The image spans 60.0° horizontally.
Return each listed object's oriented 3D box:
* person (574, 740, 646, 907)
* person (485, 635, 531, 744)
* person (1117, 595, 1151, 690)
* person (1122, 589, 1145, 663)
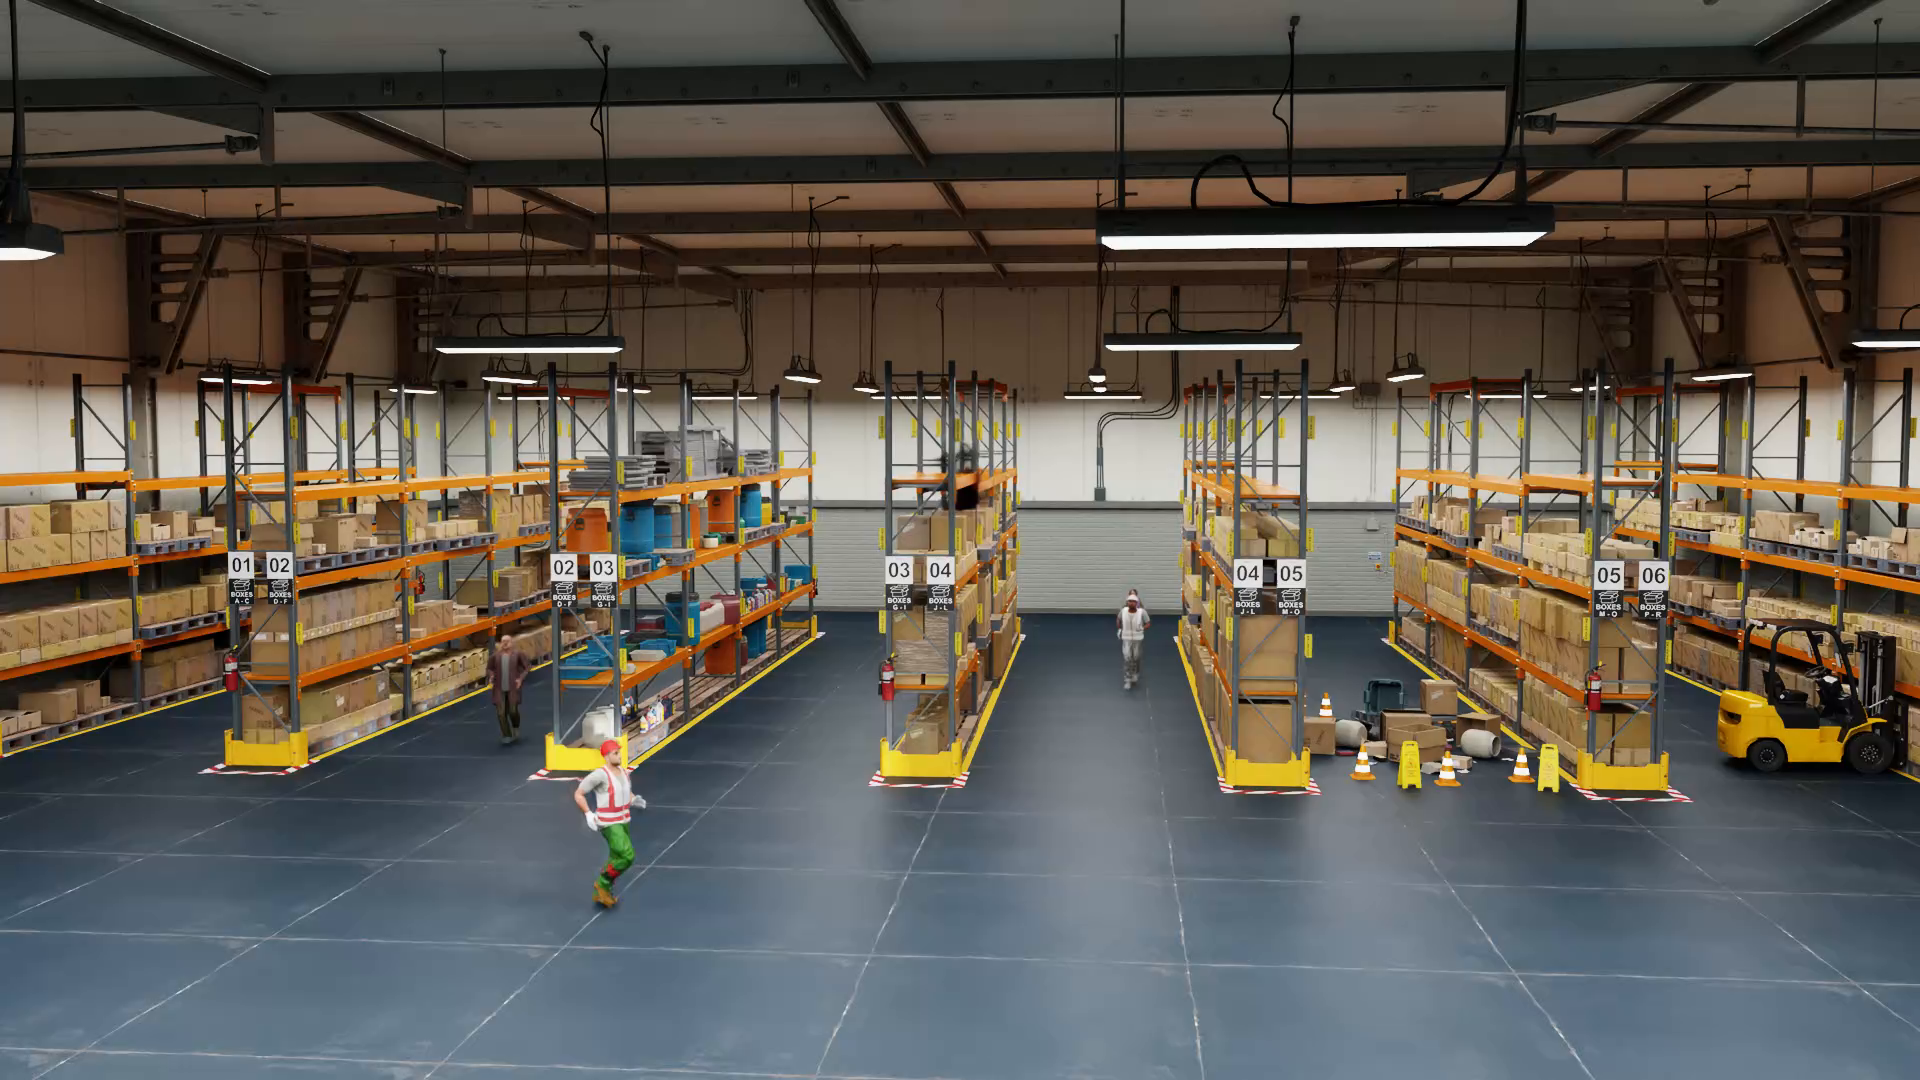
[{"bbox_3d":[-3.591,2.963,17.389,0.650,1.743,0.646,2,4,22],"label":"person"},{"bbox_3d":[-7.246,2.385,26.591,0.705,1.727,0.660,0,4,-5],"label":"person"},{"bbox_3d":[3.394,1.969,32.517,0.668,1.817,0.860,1,4,8],"label":"person"},{"bbox_3d":[3.751,1.842,36.119,0.519,1.586,0.790,0,4,0],"label":"person"}]
